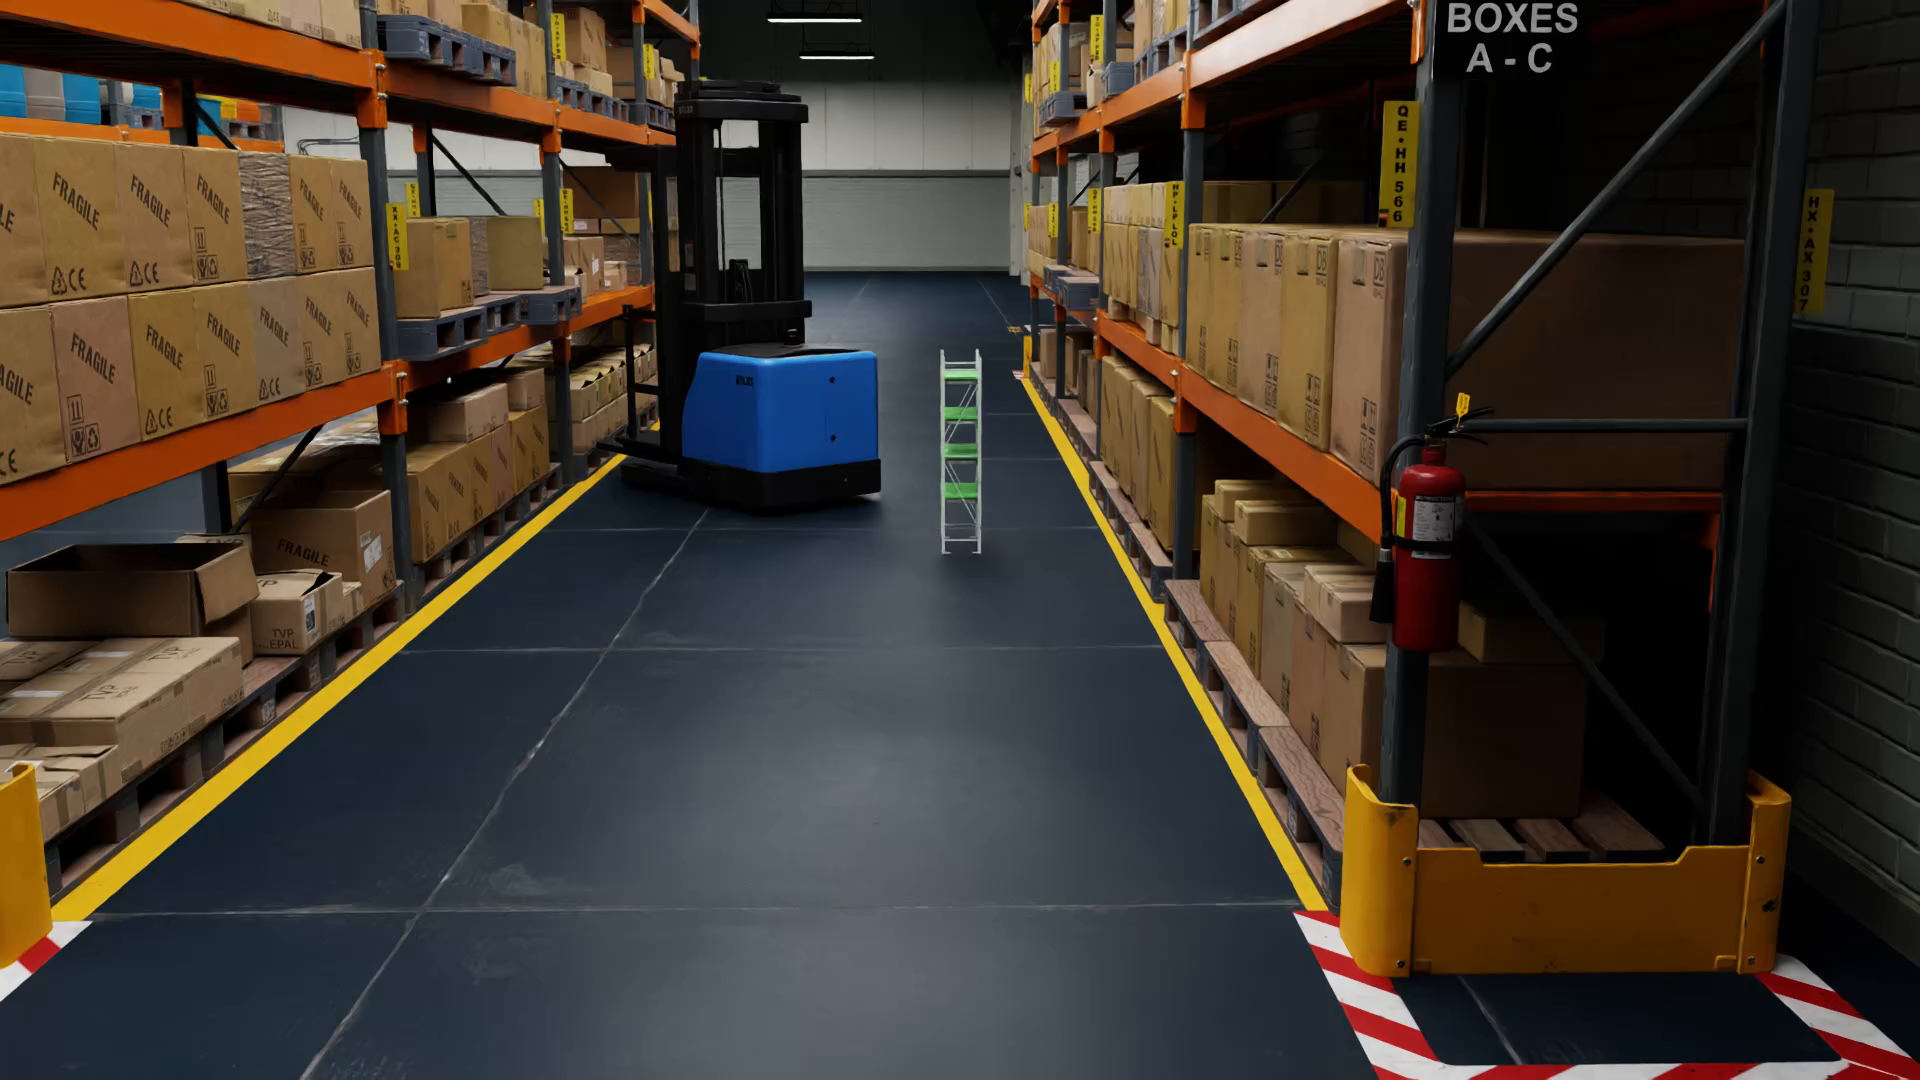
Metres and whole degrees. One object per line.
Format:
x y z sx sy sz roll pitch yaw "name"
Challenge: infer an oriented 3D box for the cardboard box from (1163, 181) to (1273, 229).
1.351 -1.761 8.757 0.500 0.250 0.500 0 11 0 "cardboard box"

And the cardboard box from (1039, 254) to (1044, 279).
1.110 -2.915 17.711 0.500 0.250 0.500 0 11 -1 "cardboard box"

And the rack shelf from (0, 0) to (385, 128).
-3.295 -1.796 6.130 1.077 0.370 4.000 0 11 -1 "rack shelf"

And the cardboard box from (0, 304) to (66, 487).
-2.999 -0.419 4.827 0.500 0.500 0.500 0 11 0 "cardboard box"

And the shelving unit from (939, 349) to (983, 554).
0.003 -0.555 10.278 0.258 1.200 0.503 0 11 -1 "shelving unit"

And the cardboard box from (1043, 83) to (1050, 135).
1.146 -4.526 17.477 0.500 0.500 0.500 -1 11 -3 "cardboard box"

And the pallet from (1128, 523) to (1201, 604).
1.525 0.117 9.452 1.003 0.211 1.213 0 11 -1 "pallet"

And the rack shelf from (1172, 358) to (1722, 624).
1.657 -0.347 6.532 1.077 0.370 4.000 0 11 -1 "rack shelf"

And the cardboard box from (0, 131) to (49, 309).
-2.999 -0.909 4.728 0.500 0.500 0.500 0 11 1 "cardboard box"

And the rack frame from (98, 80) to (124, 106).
-8.454 -5.586 15.462 1.000 3.000 0.127 0 11 -1 "rack frame"

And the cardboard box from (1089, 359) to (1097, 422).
1.513 -1.327 14.737 0.700 0.500 0.500 0 11 -1 "cardboard box"

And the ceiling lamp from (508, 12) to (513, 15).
-10.402 -12.481 34.766 2.000 3.185 0.800 0 11 -1 "ceiling lamp"

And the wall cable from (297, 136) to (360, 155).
-19.113 -14.414 50.422 2.305 6.003 0.169 0 11 -1 "wall cable"

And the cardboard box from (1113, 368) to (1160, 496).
1.429 -0.723 10.930 0.750 0.750 0.750 0 11 -1 "cardboard box"

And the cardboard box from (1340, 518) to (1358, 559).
1.754 -0.017 6.699 0.380 0.149 0.250 0 11 -2 "cardboard box"

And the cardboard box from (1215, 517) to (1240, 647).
1.536 0.172 7.400 0.700 0.500 0.500 0 11 -2 "cardboard box"

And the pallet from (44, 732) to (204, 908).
-3.273 0.913 5.530 1.003 0.211 1.213 0 11 -1 "pallet"

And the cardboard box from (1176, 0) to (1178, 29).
1.685 -3.217 9.969 0.700 0.500 0.500 0 11 -1 "cardboard box"

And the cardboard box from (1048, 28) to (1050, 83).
1.147 -4.914 16.875 0.500 0.500 0.500 0 11 2 "cardboard box"

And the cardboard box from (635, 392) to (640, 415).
-3.184 -1.241 14.989 0.500 0.250 0.500 0 11 0 "cardboard box"

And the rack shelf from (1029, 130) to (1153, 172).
1.409 -4.202 17.992 1.077 0.370 4.000 0 11 -1 "rack shelf"

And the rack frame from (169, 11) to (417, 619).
-3.337 -1.076 8.316 1.000 3.000 0.127 0 11 -1 "rack frame"

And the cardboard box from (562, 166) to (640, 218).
-3.517 -3.439 16.451 0.700 0.500 0.500 0 11 -1 "cardboard box"

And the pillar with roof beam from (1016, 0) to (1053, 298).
-2.429 -9.847 36.463 9.100 9.000 0.548 0 11 -1 "pillar with roof beam"

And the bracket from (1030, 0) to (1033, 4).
1.582 -11.033 33.254 0.076 0.066 4.783 0 11 -1 "bracket"

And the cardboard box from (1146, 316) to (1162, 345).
1.273 -1.203 9.528 0.380 0.149 0.250 0 11 -1 "cardboard box"

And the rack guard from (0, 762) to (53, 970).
-3.255 0.929 4.720 1.175 0.500 0.348 0 11 -1 "rack guard"

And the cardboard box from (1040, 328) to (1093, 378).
1.269 -2.075 18.425 0.700 0.500 0.500 -1 12 -5 "cardboard box"

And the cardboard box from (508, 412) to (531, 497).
-3.155 -0.573 11.022 0.500 0.500 0.500 -1 11 -3 "cardboard box"

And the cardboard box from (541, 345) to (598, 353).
-3.742 -1.716 15.921 0.500 0.311 0.500 0 11 -1 "cardboard box"

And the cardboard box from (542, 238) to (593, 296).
-3.481 -2.358 14.385 0.500 0.500 0.500 0 11 -1 "cardboard box"

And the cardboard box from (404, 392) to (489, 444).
-3.124 -0.730 9.905 0.500 0.250 0.500 0 11 -1 "cardboard box"

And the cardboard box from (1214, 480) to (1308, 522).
1.354 -0.177 7.489 0.380 0.149 0.250 0 11 1 "cardboard box"

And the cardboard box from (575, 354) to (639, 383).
-3.182 -1.517 14.941 0.500 0.311 0.500 0 11 -1 "cardboard box"

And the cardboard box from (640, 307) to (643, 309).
-3.760 -2.381 18.722 0.500 0.500 0.500 0 11 -1 "cardboard box"

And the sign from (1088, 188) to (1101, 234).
0.991 -2.416 12.212 0.100 0.325 0.005 0 11 -1 "sign"

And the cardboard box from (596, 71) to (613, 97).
-3.499 -4.146 15.226 0.500 0.250 0.500 1 12 5 "cardboard box"

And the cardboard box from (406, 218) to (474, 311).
-3.200 -1.562 9.406 0.700 0.500 0.500 2 12 8 "cardboard box"

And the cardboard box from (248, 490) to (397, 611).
-3.041 0.046 7.969 0.500 0.500 0.500 0 11 -1 "cardboard box"

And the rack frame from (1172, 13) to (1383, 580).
1.616 -1.097 8.420 1.000 3.000 0.127 0 11 -1 "rack frame"

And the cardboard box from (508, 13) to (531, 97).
-3.366 -3.202 11.001 0.910 0.500 0.500 0 11 -1 "cardboard box"

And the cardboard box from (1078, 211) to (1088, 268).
1.431 -2.739 15.158 0.700 0.500 0.500 1 12 5 "cardboard box"

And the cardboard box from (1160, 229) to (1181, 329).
1.354 -1.392 8.826 0.500 0.500 0.500 0 11 -2 "cardboard box"

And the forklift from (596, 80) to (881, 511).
-1.914 -1.873 12.420 1.130 2.935 3.031 -10 15 -40 "forklift"

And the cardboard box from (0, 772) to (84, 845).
-2.919 0.816 5.054 0.380 0.149 0.250 0 11 -1 "cardboard box"

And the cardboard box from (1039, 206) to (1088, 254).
1.116 -3.283 17.637 0.500 0.500 0.500 -1 11 -3 "cardboard box"

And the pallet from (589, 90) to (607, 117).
-3.549 -3.605 13.715 1.003 0.211 1.213 0 11 1 "pallet"

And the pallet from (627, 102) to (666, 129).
-3.545 -4.262 16.701 1.003 0.211 1.213 0 11 -1 "pallet"

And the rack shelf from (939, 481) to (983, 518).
0.003 -0.257 10.338 0.258 0.148 0.480 0 11 -1 "rack shelf"

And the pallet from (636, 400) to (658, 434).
-3.448 -1.153 15.711 1.003 0.211 1.213 0 11 -1 "pallet"

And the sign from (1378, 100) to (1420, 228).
1.156 -0.986 4.365 0.100 0.325 0.005 0 11 -1 "sign"

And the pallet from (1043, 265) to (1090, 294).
1.321 -2.440 15.526 1.003 0.211 1.213 0 11 -1 "pallet"

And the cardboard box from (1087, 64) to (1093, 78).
1.395 -4.088 14.787 0.500 0.311 0.500 0 11 1 "cardboard box"

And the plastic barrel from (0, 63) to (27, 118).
-8.200 -4.002 13.935 0.600 0.901 0.708 0 11 -1 "plastic barrel"
